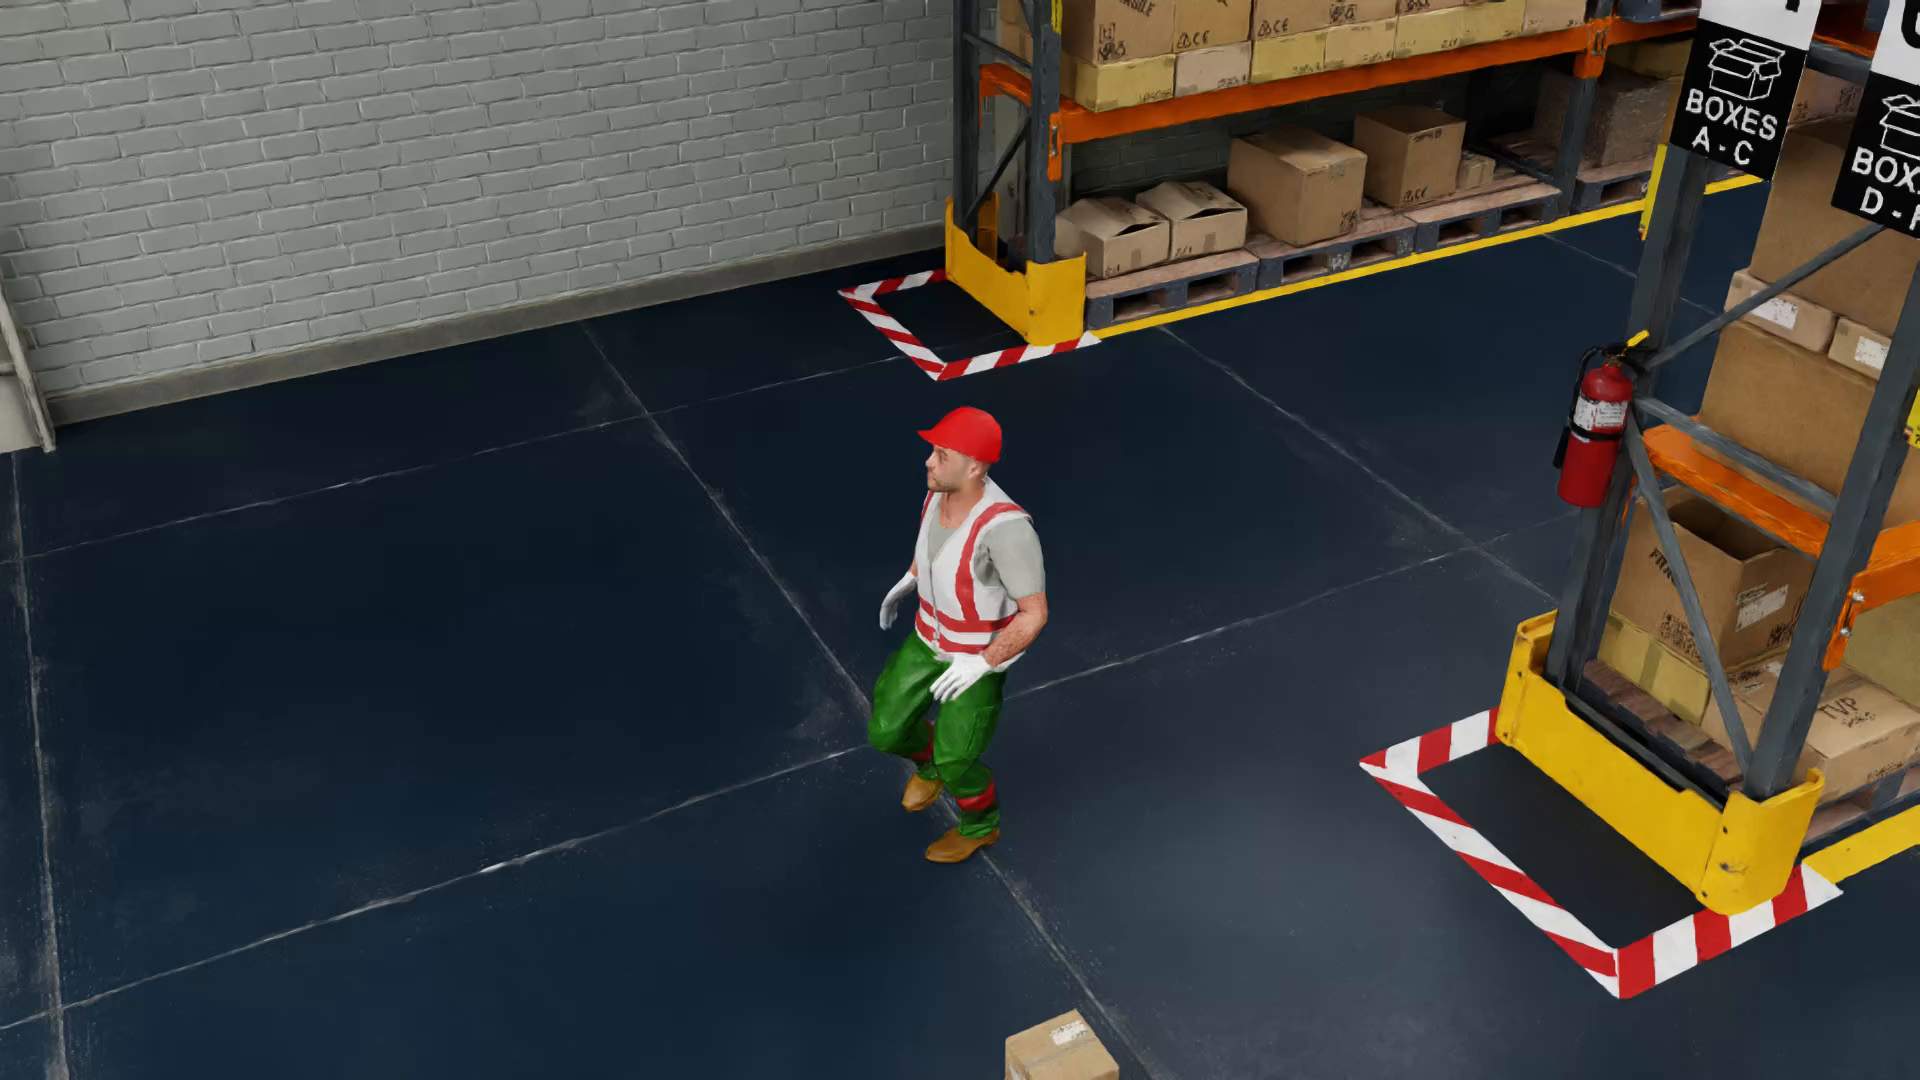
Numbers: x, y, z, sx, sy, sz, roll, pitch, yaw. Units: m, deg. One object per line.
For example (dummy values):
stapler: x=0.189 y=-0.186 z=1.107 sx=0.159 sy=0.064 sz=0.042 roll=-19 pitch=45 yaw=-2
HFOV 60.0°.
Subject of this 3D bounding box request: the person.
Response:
person: x=-0.014 y=0.373 z=5.568 sx=0.513 sy=1.752 sz=0.711 roll=-26 pitch=41 yaw=-34
